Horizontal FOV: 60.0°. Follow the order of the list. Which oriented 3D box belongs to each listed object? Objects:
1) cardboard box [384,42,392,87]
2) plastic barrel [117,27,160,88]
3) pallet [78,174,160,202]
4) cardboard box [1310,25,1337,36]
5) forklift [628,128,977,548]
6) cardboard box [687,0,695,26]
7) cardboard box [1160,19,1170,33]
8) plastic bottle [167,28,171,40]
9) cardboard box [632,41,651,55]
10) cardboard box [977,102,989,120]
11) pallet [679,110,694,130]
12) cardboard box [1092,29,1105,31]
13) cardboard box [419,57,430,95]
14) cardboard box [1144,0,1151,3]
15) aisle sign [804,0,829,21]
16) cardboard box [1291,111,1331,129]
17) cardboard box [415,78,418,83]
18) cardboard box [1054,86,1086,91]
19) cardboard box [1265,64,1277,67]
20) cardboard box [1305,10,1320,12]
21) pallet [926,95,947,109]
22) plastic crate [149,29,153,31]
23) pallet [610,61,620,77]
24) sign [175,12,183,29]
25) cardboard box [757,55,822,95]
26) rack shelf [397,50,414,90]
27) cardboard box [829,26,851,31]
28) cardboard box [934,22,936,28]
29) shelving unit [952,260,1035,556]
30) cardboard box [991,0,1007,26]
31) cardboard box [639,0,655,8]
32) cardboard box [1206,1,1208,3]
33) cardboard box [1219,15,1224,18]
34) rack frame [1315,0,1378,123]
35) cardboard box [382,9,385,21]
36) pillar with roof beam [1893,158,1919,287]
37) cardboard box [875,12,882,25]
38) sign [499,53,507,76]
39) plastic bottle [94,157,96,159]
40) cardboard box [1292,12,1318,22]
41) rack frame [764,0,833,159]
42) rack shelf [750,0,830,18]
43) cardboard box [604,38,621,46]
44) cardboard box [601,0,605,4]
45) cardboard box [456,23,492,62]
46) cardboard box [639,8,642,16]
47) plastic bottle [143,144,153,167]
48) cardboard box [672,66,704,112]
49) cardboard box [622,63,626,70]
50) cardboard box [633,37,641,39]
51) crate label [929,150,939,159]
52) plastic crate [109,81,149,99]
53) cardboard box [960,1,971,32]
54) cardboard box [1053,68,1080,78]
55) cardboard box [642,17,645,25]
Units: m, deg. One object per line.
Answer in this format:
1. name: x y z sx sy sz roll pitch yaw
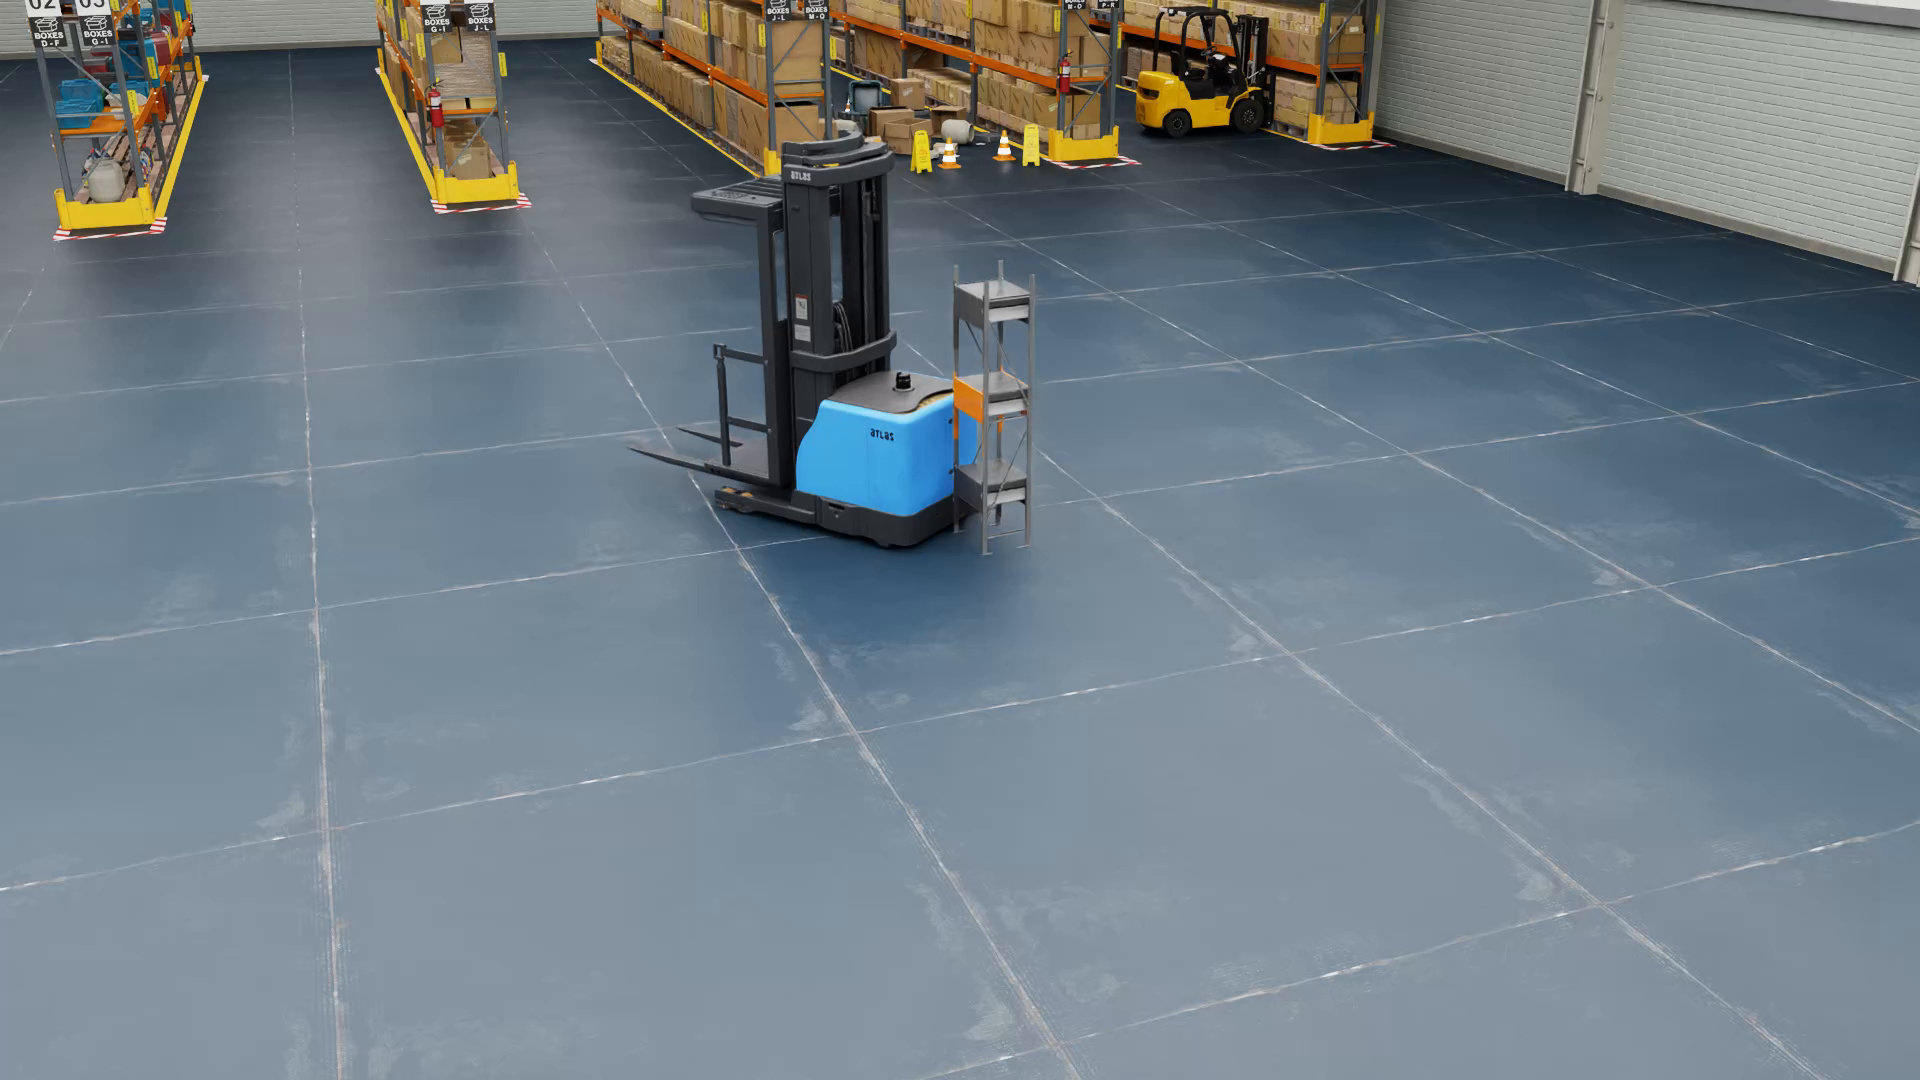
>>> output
1. cardboard box: -11.161 -9.791 34.313 1.225 0.875 0.875 -8 24 -19
2. plastic barrel: -13.067 -7.633 26.352 0.600 0.901 0.708 -8 24 -19
3. pallet: -12.580 -5.241 24.913 1.003 0.211 1.213 -8 24 -19
4. cardboard box: 6.362 -8.921 29.089 0.380 0.149 0.250 -8 24 -18
5. forklift: -1.362 -1.716 13.048 3.031 2.935 1.130 14 27 30
6. cardboard box: -4.624 -9.784 30.685 0.700 0.500 0.500 -9 24 -20
7. cardboard box: 4.392 -10.573 34.166 0.500 0.250 0.500 -8 24 -17
8. plastic bottle: -15.469 -9.838 32.389 0.152 0.276 0.135 -8 24 -19
9. cardboard box: -6.716 -10.533 35.590 0.500 0.250 0.500 -9 25 -21
10. cardboard box: 0.647 -7.934 30.712 0.500 0.250 0.500 -10 25 -21
11. pallet: -4.682 -7.972 31.393 1.003 0.211 1.213 -8 24 -19
12. cardboard box: 3.214 -11.823 38.783 0.380 0.149 0.250 -10 25 -22
13. cardboard box: -7.624 -6.998 24.980 0.875 0.500 0.500 -8 24 -19
14. cardboard box: 4.072 -11.304 34.743 0.380 0.149 0.250 -8 24 -18
15. aisle sign: -2.185 -8.303 25.241 0.394 0.787 0.004 -8 24 -19
16. cardboard box: 6.285 -7.542 29.782 0.500 0.250 0.500 -8 24 -19
17. cardboard box: -8.709 -7.572 27.176 0.380 0.149 0.250 -8 24 -19
18. cardboard box: 1.880 -7.607 28.970 0.500 0.500 0.500 -9 25 -21
19. cardboard box: 5.881 -8.995 31.940 0.500 0.250 0.500 -9 24 -20
20. cardboard box: 6.470 -9.500 30.080 0.380 0.149 0.250 -8 24 -17
21. pallet: -0.020 -8.701 33.122 1.003 0.211 1.213 -8 24 -19
22. plastic crate: -16.070 -10.222 33.402 0.396 0.136 0.243 -8 24 -19
23. pallet: -7.435 -10.848 38.217 1.003 0.211 1.213 -8 24 -19
24. sign: -15.524 -10.329 33.038 0.100 0.325 0.005 -8 24 -19
25. cardboard box: -2.664 -7.288 25.985 0.875 0.550 0.550 -8 24 -19
26. rack shelf: -9.286 -8.295 29.494 1.077 0.370 4.000 -8 24 -19
27. cardboard box: -3.221 -12.406 41.081 0.875 0.438 0.875 -9 25 -21
28. cardboard box: -0.287 -10.157 32.769 0.380 0.149 0.250 -7 24 -17
29. shelving unit: 0.242 -0.967 12.340 0.431 2.100 0.503 -11 25 -24
30. cardboard box: 0.956 -9.339 29.246 0.700 0.500 0.500 -9 24 -20
31. cardboard box: -6.276 -10.835 33.613 0.380 0.149 0.250 -8 24 -19
32. cardboard box: 5.167 -10.729 33.380 0.380 0.149 0.250 -9 24 -20
33. cardboard box: 5.200 -10.135 31.969 0.380 0.149 0.250 -9 24 -20
34. rack frame: 6.747 -8.488 29.027 1.000 3.000 0.127 -8 24 -19
35. cardboard box: -11.808 -10.999 34.793 0.500 0.250 0.500 -9 24 -20
36. pillar with roof beam: 7.556 -6.678 17.009 9.100 9.000 0.400 -8 24 -19
37. cardboard box: -1.501 -11.160 35.560 0.500 0.250 0.500 -9 24 -20
38. sign: -6.659 -6.920 24.191 0.100 0.325 0.005 -8 24 -19
39. plastic bottle: -13.163 -5.698 25.354 0.097 0.271 0.097 0 23 0
40. cardboard box: 6.171 -9.349 29.722 0.380 0.149 0.250 -8 24 -19
41. rack frame: -2.491 -7.090 25.709 1.000 3.000 0.127 -8 24 -19
42. rack shelf: -3.197 -8.867 26.991 1.077 0.370 4.000 -8 24 -19
43. cardboard box: -8.097 -11.628 38.840 0.380 0.149 0.250 -8 24 -19
44. cardboard box: -8.030 -12.695 38.495 0.500 0.500 0.500 -8 24 -19
45. cardboard box: -7.106 -7.327 24.473 0.500 0.500 0.500 -8 24 -19
46. cardboard box: -6.283 -10.702 33.680 0.380 0.149 0.250 -9 24 -19
47. plastic bottle: -12.716 -6.008 25.986 0.144 0.351 0.185 -9 24 -20
48. cardboard box: -4.874 -8.603 31.655 1.050 0.750 0.750 -8 24 -18
49. cardboard box: -7.355 -10.619 37.212 0.380 0.149 0.250 -9 25 -21
50. cardboard box: -7.474 -11.724 39.068 0.380 0.149 0.250 -9 24 -20
51. crate label: -0.509 -6.467 27.918 0.298 0.136 0.250 18 29 36
52. plastic crate: -12.569 -6.787 25.181 0.499 0.251 0.616 -8 24 -19
53. cardboard box: 0.313 -9.772 31.021 0.500 0.500 0.500 -9 24 -20
54. cardboard box: 1.772 -7.797 27.709 0.380 0.149 0.250 -8 24 -17
55. cardboard box: -6.183 -10.466 33.501 0.380 0.149 0.250 -9 24 -20
